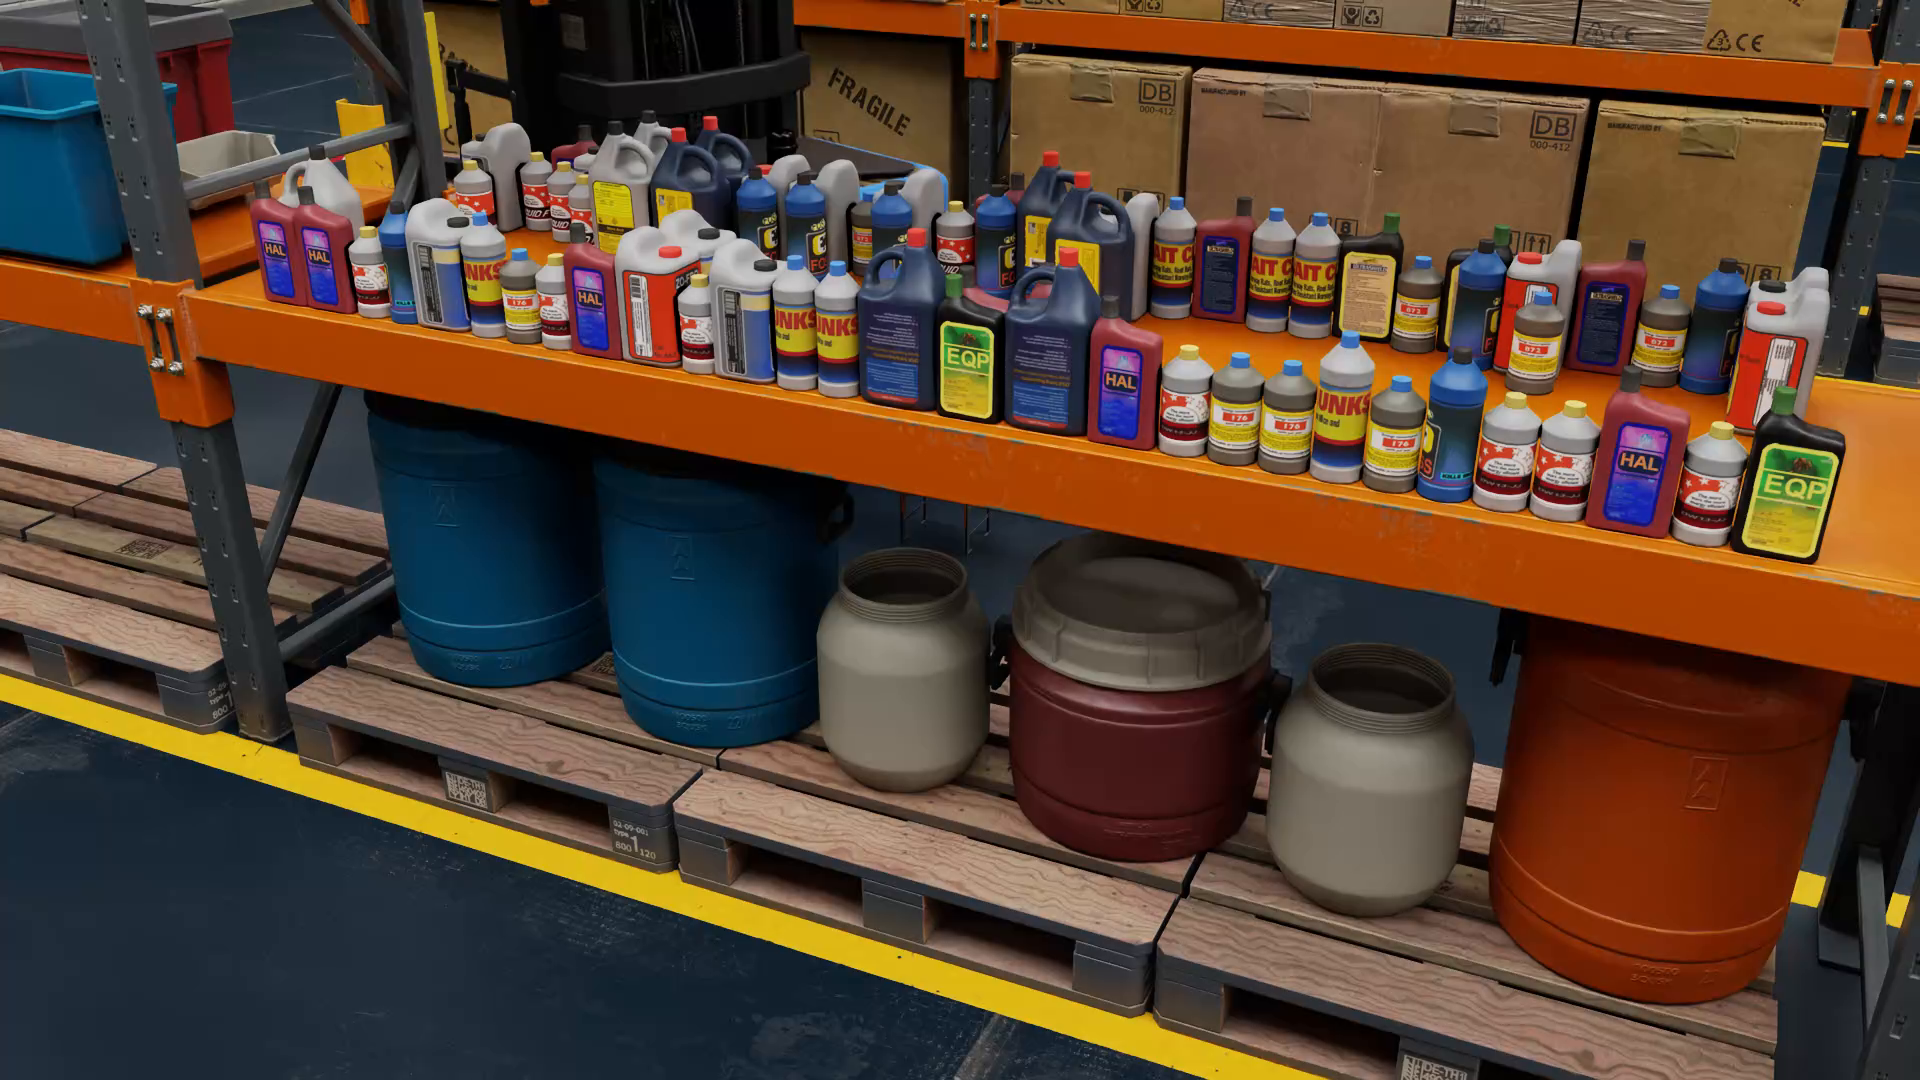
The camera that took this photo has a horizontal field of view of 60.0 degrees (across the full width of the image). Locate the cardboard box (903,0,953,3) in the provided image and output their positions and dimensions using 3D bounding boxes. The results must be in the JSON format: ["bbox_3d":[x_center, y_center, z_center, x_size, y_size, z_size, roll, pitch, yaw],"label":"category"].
[{"bbox_3d":[-0.108,-2.791,8.307,0.250,0.149,0.380,12,28,22],"label":"cardboard box"}]

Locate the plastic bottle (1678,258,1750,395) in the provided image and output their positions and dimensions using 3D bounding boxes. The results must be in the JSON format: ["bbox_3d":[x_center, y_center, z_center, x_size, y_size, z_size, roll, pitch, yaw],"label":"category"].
[{"bbox_3d":[1.542,-0.440,3.394,0.097,0.271,0.097,0,26,0],"label":"plastic bottle"}]

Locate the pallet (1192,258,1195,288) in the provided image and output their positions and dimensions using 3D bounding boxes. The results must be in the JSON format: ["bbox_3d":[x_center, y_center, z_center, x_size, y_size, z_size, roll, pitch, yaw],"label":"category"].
[{"bbox_3d":[1.039,-1.618,8.796,1.213,0.211,1.003,11,28,22],"label":"pallet"}]

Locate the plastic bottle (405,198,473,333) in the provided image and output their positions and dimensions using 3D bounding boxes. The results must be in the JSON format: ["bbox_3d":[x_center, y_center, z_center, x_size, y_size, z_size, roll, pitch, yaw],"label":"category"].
[{"bbox_3d":[-1.148,-0.627,3.769,0.135,0.276,0.152,11,28,22],"label":"plastic bottle"}]

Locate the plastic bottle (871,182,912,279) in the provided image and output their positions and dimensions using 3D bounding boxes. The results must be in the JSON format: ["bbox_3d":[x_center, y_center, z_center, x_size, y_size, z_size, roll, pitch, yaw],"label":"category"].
[{"bbox_3d":[-0.161,-0.708,3.939,0.097,0.271,0.097,0,26,0],"label":"plastic bottle"}]

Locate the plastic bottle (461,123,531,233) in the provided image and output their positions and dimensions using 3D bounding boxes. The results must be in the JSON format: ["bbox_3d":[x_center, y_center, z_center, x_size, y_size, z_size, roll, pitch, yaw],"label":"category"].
[{"bbox_3d":[-1.252,-0.990,4.506,0.135,0.276,0.152,11,28,22],"label":"plastic bottle"}]

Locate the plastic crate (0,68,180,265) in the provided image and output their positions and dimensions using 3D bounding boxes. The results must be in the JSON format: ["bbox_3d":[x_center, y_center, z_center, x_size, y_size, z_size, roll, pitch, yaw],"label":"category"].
[{"bbox_3d":[-2.311,-0.956,4.246,0.575,0.384,0.392,11,28,22],"label":"plastic crate"}]

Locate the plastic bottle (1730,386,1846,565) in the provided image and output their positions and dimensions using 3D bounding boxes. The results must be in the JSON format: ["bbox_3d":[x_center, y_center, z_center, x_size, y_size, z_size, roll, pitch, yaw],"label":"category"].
[{"bbox_3d":[1.352,-0.107,2.703,0.133,0.283,0.061,11,28,22],"label":"plastic bottle"}]

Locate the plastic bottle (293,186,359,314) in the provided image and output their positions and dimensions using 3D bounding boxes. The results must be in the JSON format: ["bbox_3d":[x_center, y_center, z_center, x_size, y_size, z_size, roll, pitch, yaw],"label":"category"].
[{"bbox_3d":[-1.466,-0.673,3.852,0.133,0.283,0.061,11,28,22],"label":"plastic bottle"}]

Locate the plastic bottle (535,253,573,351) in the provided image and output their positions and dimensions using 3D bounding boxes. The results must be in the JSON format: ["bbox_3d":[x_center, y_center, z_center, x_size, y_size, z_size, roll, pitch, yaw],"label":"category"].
[{"bbox_3d":[-0.876,-0.526,3.648,0.097,0.201,0.097,0,26,0],"label":"plastic bottle"}]

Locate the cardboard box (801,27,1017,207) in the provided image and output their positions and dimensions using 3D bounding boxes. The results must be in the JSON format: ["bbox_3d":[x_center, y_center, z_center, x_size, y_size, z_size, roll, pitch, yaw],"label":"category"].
[{"bbox_3d":[-0.262,-2.367,9.093,0.875,0.875,0.875,11,28,22],"label":"cardboard box"}]

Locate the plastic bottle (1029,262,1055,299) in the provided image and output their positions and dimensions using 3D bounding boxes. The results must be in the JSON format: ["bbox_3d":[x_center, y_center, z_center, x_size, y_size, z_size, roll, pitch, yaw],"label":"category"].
[{"bbox_3d":[0.203,-0.407,3.313,0.133,0.283,0.061,11,28,22],"label":"plastic bottle"}]

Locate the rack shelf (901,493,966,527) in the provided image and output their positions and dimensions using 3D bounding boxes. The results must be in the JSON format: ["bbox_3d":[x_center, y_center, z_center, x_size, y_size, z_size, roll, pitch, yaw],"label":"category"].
[{"bbox_3d":[-0.049,-0.222,5.665,0.240,0.259,0.215,11,28,22],"label":"rack shelf"}]

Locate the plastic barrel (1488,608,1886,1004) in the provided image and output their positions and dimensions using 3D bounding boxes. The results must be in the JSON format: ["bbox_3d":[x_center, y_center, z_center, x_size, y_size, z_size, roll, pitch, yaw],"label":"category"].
[{"bbox_3d":[1.444,0.446,3.429,0.708,0.830,0.600,11,28,22],"label":"plastic barrel"}]

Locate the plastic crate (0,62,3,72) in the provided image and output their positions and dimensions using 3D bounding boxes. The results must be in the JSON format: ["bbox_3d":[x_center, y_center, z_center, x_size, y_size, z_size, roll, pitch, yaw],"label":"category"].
[{"bbox_3d":[-3.058,-1.315,5.091,0.530,0.282,0.437,11,28,22],"label":"plastic crate"}]

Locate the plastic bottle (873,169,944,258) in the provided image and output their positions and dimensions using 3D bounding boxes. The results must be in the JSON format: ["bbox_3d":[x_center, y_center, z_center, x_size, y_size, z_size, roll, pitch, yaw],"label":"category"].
[{"bbox_3d":[-0.127,-0.764,4.047,0.135,0.276,0.152,11,28,22],"label":"plastic bottle"}]

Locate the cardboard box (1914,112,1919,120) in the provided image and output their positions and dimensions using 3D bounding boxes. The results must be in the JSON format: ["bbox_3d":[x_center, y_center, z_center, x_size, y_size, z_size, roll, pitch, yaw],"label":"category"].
[{"bbox_3d":[6.609,-3.255,11.038,0.750,0.750,1.050,11,28,21],"label":"cardboard box"}]

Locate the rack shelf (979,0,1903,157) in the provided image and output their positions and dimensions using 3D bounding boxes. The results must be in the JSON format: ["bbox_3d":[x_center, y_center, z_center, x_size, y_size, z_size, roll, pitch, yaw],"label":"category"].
[{"bbox_3d":[2.126,-2.291,7.822,4.000,0.370,1.077,11,28,22],"label":"rack shelf"}]

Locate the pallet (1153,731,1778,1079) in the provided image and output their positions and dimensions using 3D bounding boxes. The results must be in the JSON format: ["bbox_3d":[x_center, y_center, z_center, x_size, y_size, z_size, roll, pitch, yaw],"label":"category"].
[{"bbox_3d":[1.162,0.867,3.750,1.213,0.211,1.003,11,28,22],"label":"pallet"}]

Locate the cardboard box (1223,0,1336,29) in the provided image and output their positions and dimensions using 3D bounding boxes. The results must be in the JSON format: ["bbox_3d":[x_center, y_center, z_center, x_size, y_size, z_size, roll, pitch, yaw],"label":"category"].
[{"bbox_3d":[1.534,-2.656,7.636,0.500,0.500,0.500,11,28,21],"label":"cardboard box"}]

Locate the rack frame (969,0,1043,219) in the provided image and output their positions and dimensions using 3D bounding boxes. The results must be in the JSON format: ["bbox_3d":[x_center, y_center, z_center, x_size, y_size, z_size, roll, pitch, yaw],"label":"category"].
[{"bbox_3d":[0.306,-2.979,8.406,0.127,3.000,1.000,11,28,22],"label":"rack frame"}]

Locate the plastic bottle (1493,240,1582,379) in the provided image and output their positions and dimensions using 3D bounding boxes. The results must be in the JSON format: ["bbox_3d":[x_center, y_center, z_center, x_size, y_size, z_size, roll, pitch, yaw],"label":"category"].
[{"bbox_3d":[1.215,-0.495,3.499,0.135,0.276,0.152,11,28,22],"label":"plastic bottle"}]

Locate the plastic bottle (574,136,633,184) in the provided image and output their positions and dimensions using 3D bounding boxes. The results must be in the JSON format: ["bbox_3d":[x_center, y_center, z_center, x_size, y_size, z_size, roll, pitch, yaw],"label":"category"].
[{"bbox_3d":[-0.919,-0.923,4.370,0.135,0.276,0.152,11,28,22],"label":"plastic bottle"}]

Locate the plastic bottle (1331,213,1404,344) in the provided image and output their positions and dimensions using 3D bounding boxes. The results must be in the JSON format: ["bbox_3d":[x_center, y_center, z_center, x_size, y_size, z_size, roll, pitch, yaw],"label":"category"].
[{"bbox_3d":[0.902,-0.583,3.670,0.133,0.283,0.061,11,28,22],"label":"plastic bottle"}]

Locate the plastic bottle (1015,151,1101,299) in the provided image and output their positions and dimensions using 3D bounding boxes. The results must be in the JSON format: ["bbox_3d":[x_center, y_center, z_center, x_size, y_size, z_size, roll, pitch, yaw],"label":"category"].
[{"bbox_3d":[0.230,-0.728,3.888,0.185,0.351,0.144,11,28,22],"label":"plastic bottle"}]

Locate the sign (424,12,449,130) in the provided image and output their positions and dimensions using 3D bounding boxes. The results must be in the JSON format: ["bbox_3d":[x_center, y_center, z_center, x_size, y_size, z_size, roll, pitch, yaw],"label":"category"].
[{"bbox_3d":[-1.515,-1.333,4.748,0.005,0.325,0.100,11,28,22],"label":"sign"}]

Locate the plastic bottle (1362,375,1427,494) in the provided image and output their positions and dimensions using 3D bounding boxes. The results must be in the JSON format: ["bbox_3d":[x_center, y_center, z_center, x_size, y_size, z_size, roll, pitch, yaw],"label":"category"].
[{"bbox_3d":[0.778,-0.194,2.973,0.097,0.201,0.097,0,26,0],"label":"plastic bottle"}]

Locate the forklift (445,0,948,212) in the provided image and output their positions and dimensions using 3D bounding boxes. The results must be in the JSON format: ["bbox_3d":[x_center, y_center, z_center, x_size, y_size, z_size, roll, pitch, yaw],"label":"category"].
[{"bbox_3d":[-1.414,-2.018,6.532,1.130,2.935,3.031,-23,34,-39],"label":"forklift"}]

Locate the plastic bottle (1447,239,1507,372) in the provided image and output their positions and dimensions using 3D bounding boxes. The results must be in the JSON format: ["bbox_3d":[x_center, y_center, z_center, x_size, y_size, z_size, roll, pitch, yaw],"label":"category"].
[{"bbox_3d":[1.096,-0.500,3.516,0.097,0.271,0.097,0,26,0],"label":"plastic bottle"}]

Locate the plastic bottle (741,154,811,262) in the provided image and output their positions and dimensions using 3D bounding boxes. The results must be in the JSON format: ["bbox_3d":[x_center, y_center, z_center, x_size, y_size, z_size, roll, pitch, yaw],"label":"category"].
[{"bbox_3d":[-0.460,-0.831,4.183,0.135,0.276,0.152,11,28,22],"label":"plastic bottle"}]

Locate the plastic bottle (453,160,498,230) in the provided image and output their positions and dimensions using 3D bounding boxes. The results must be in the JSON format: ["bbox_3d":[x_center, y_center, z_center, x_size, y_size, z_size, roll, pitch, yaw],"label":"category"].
[{"bbox_3d":[-1.287,-0.903,4.413,0.097,0.201,0.097,0,26,0],"label":"plastic bottle"}]

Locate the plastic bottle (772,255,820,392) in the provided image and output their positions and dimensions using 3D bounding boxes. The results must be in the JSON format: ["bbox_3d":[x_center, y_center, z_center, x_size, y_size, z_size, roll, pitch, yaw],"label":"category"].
[{"bbox_3d":[-0.333,-0.448,3.411,0.097,0.271,0.097,0,26,0],"label":"plastic bottle"}]

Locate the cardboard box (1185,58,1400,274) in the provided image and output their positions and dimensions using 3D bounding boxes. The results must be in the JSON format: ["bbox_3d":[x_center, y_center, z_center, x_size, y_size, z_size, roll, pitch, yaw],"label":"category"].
[{"bbox_3d":[1.710,-1.943,8.230,0.875,0.875,1.225,10,28,20],"label":"cardboard box"}]

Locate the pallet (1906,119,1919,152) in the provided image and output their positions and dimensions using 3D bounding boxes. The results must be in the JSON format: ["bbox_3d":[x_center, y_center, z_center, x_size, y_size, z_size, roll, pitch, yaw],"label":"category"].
[{"bbox_3d":[6.778,-2.798,11.195,1.213,0.211,1.003,11,28,22],"label":"pallet"}]

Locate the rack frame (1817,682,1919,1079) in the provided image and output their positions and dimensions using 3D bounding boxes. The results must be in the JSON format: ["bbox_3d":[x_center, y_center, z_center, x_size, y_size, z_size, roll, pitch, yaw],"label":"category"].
[{"bbox_3d":[1.897,-0.256,2.875,0.127,3.000,1.000,11,28,22],"label":"rack frame"}]

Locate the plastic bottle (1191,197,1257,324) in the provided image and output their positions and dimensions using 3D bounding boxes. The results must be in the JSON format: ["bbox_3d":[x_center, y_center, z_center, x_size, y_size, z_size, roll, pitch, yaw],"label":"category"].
[{"bbox_3d":[0.604,-0.643,3.792,0.133,0.283,0.061,11,28,22],"label":"plastic bottle"}]

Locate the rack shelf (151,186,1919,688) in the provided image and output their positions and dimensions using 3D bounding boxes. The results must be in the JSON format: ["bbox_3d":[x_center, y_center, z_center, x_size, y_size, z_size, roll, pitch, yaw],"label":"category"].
[{"bbox_3d":[0.076,-0.299,3.777,4.000,0.370,1.077,11,28,22],"label":"rack shelf"}]

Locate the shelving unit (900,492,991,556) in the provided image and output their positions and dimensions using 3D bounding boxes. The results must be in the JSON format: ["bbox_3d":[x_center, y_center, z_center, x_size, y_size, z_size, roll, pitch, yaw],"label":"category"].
[{"bbox_3d":[-0.049,-0.481,5.538,0.252,1.050,0.215,11,28,22],"label":"shelving unit"}]

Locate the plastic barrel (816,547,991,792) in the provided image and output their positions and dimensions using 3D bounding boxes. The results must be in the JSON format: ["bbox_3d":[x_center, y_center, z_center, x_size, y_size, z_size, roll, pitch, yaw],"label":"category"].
[{"bbox_3d":[-0.135,0.315,4.056,0.421,0.512,0.421,0,26,0],"label":"plastic barrel"}]

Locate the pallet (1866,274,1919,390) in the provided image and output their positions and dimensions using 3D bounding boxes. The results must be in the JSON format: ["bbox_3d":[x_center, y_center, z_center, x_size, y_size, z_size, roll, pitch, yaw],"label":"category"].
[{"bbox_3d":[4.658,-0.854,7.245,1.213,0.211,1.003,11,28,22],"label":"pallet"}]

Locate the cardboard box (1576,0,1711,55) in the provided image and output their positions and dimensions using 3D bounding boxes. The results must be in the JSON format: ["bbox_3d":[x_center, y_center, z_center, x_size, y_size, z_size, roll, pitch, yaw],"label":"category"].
[{"bbox_3d":[2.944,-2.377,7.069,0.500,0.500,0.500,11,28,21],"label":"cardboard box"}]

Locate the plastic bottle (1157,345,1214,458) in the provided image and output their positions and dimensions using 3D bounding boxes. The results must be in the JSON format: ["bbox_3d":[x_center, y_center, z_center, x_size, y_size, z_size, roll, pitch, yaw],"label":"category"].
[{"bbox_3d":[0.424,-0.265,3.117,0.097,0.201,0.097,0,26,0],"label":"plastic bottle"}]

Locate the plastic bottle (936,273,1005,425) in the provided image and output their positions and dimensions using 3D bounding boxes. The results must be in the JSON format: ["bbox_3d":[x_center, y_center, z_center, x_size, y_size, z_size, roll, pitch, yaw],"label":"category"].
[{"bbox_3d":[0.022,-0.374,3.245,0.133,0.283,0.061,11,28,22],"label":"plastic bottle"}]

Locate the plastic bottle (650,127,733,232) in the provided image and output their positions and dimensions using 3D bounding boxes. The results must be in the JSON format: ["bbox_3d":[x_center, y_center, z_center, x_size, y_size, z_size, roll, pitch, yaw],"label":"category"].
[{"bbox_3d":[-0.664,-0.837,4.111,0.185,0.351,0.144,11,28,22],"label":"plastic bottle"}]

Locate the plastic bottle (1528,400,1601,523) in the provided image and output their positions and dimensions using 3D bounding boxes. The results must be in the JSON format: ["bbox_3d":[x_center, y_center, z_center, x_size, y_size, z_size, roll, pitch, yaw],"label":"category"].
[{"bbox_3d":[1.044,-0.140,2.864,0.097,0.201,0.097,0,26,0],"label":"plastic bottle"}]
